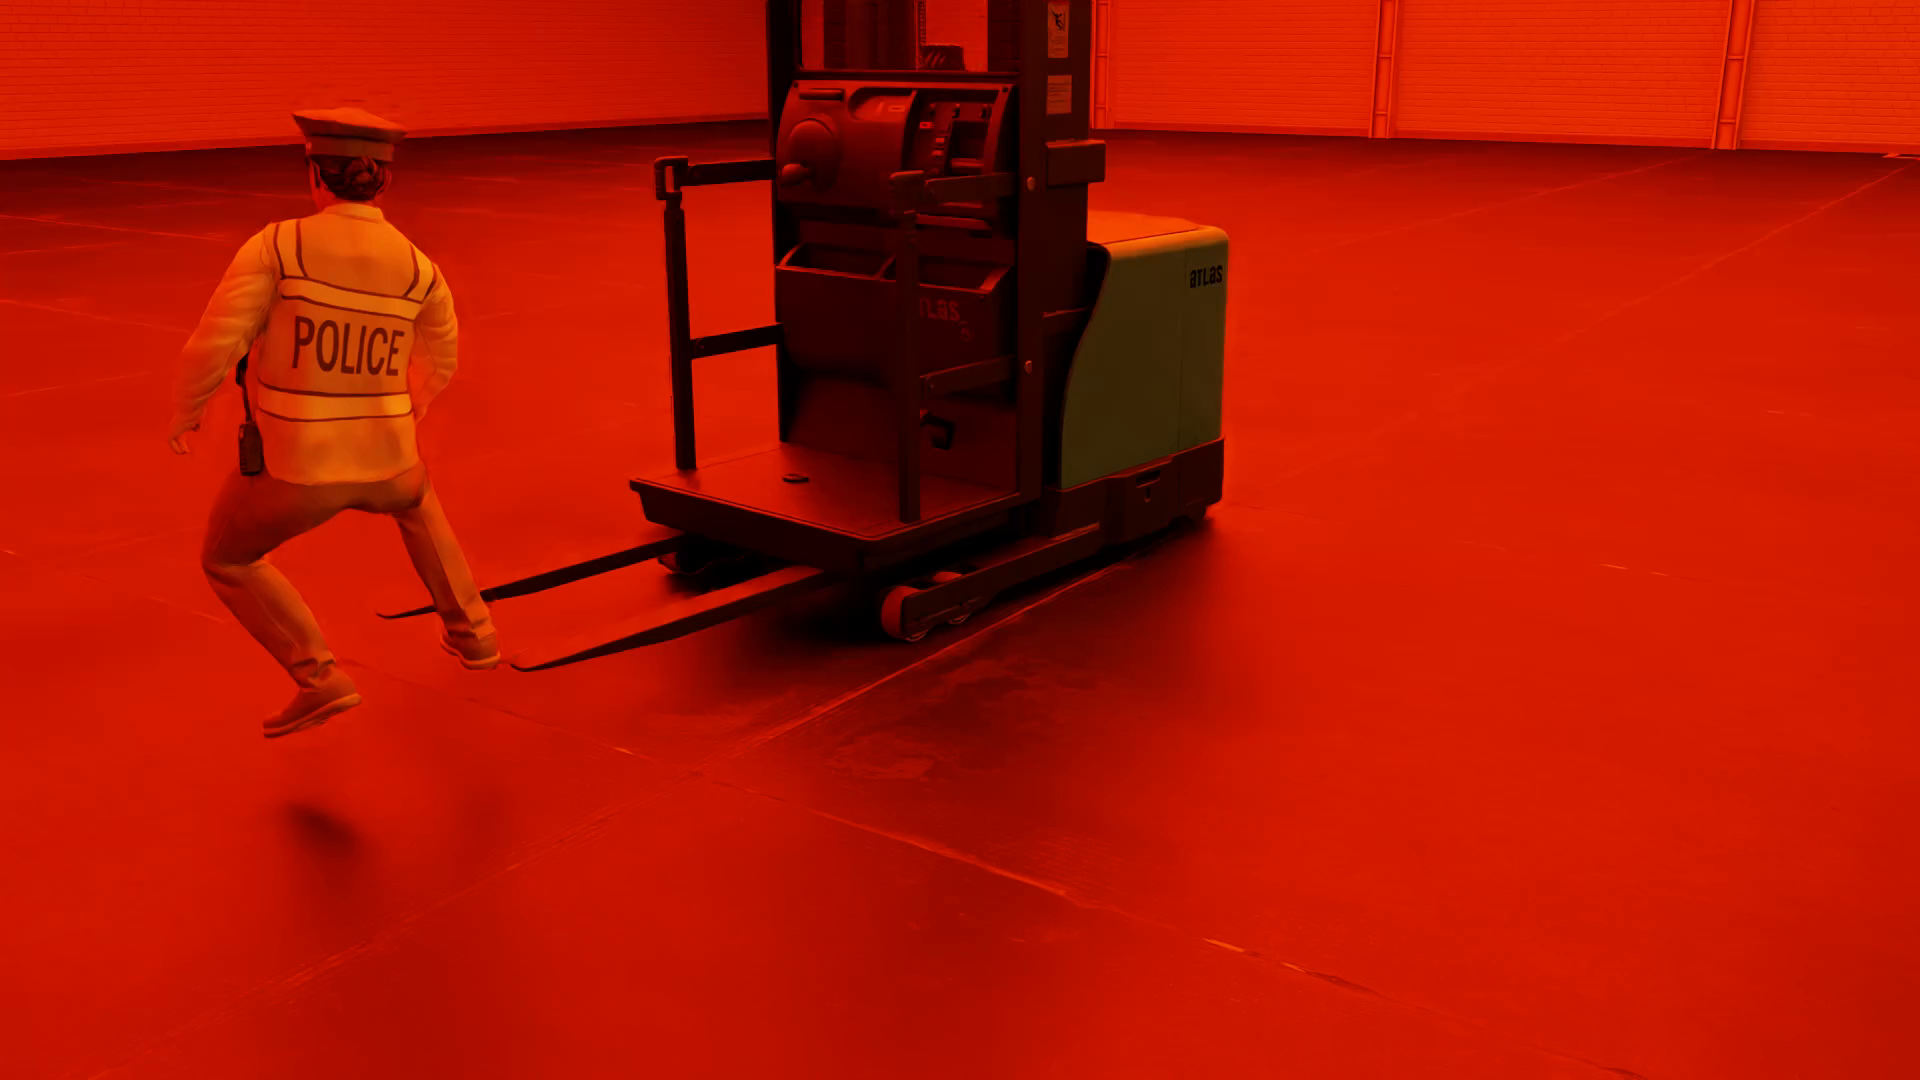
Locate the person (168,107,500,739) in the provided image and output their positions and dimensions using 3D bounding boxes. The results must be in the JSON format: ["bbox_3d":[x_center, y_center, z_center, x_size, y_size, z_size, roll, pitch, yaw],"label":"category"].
[{"bbox_3d":[-1.469,-0.264,3.923,0.713,1.469,0.620,-12,21,-36],"label":"person"}]

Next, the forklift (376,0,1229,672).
[{"bbox_3d":[-0.355,-1.263,5.056,1.130,2.935,3.031,14,21,38],"label":"forklift"}]
